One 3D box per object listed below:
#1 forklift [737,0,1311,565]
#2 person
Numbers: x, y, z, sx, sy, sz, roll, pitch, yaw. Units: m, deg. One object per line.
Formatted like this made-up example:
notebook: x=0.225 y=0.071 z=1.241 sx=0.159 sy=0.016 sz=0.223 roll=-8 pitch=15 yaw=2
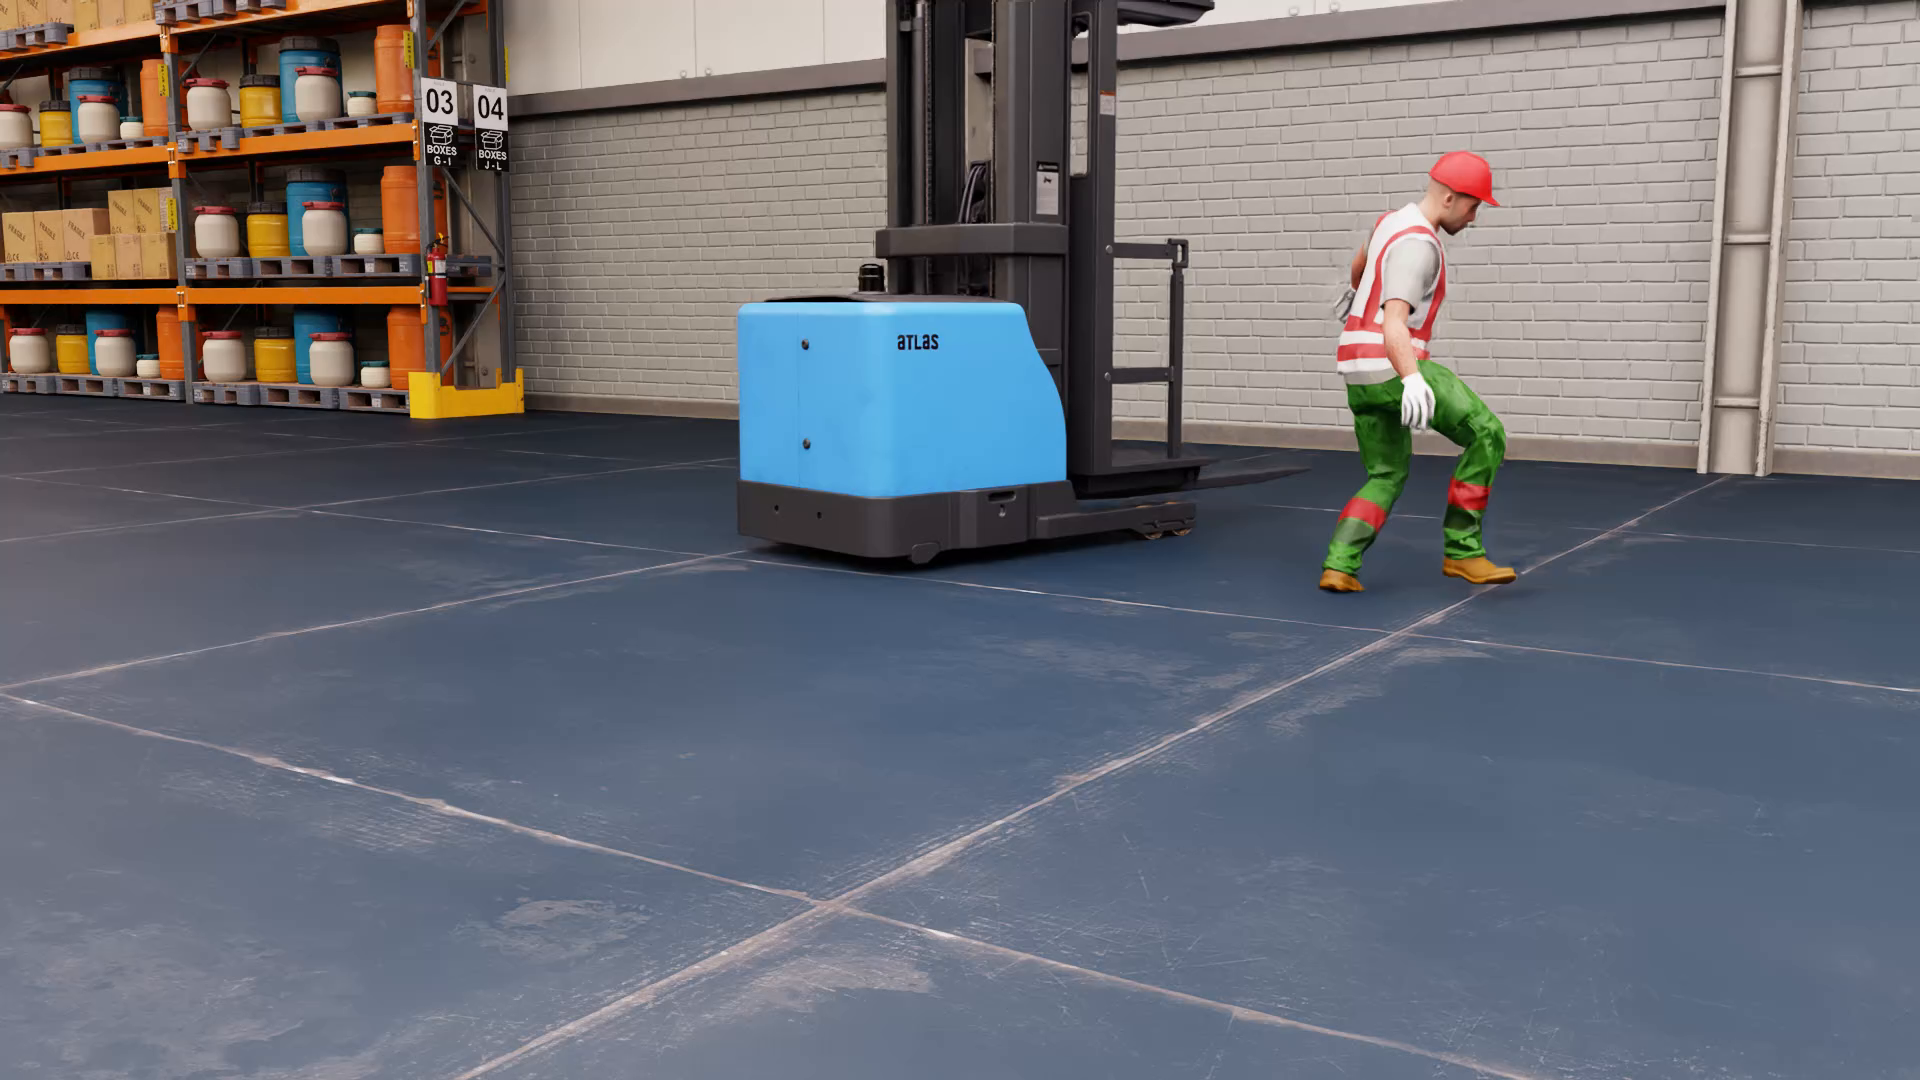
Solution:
forklift: x=0.467 y=-1.498 z=7.729 sx=3.031 sy=2.935 sz=1.130 roll=-7 pitch=11 yaw=-41
person: x=1.647 y=-0.598 z=6.325 sx=0.621 sy=1.690 sz=1.212 roll=0 pitch=8 yaw=-4
